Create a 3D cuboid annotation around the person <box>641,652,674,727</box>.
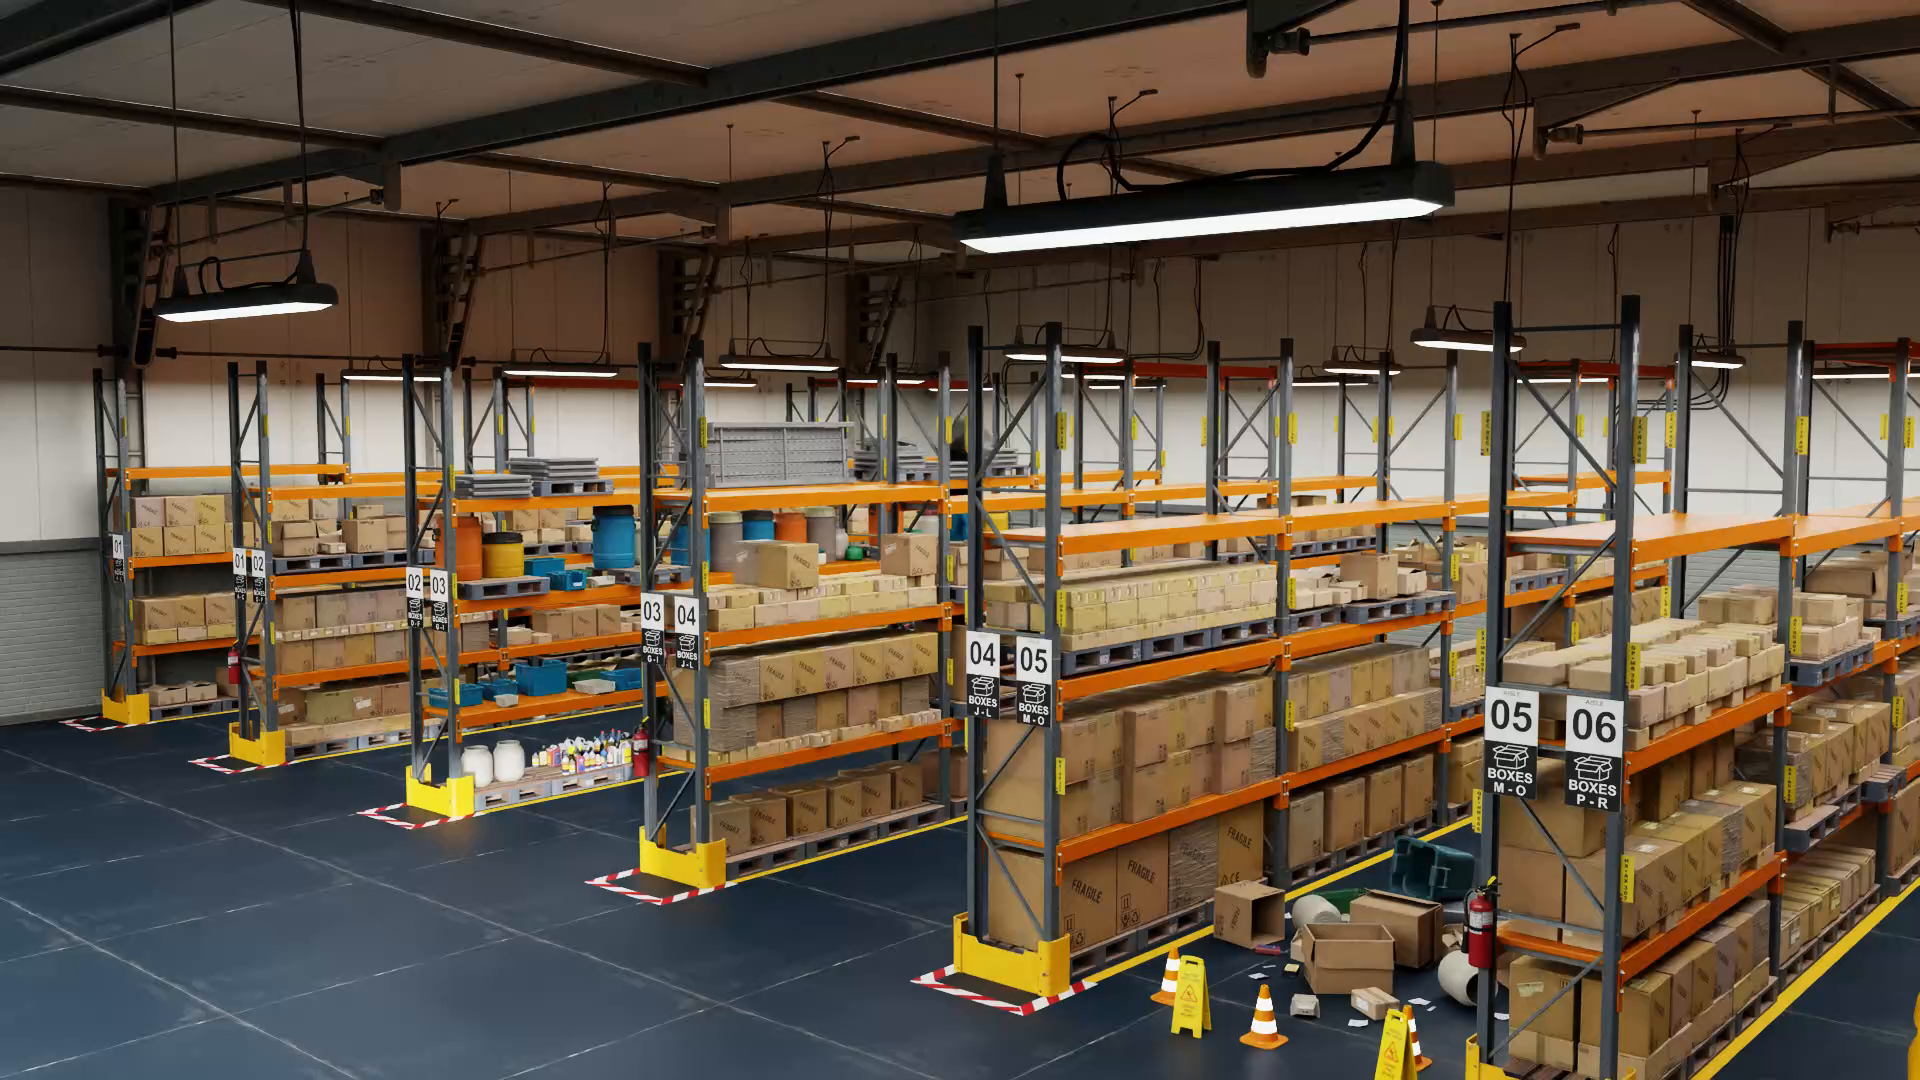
[{"bbox_3d":[-4.692,2.348,26.205,0.640,1.769,0.759,1,4,15],"label":"person"}]
